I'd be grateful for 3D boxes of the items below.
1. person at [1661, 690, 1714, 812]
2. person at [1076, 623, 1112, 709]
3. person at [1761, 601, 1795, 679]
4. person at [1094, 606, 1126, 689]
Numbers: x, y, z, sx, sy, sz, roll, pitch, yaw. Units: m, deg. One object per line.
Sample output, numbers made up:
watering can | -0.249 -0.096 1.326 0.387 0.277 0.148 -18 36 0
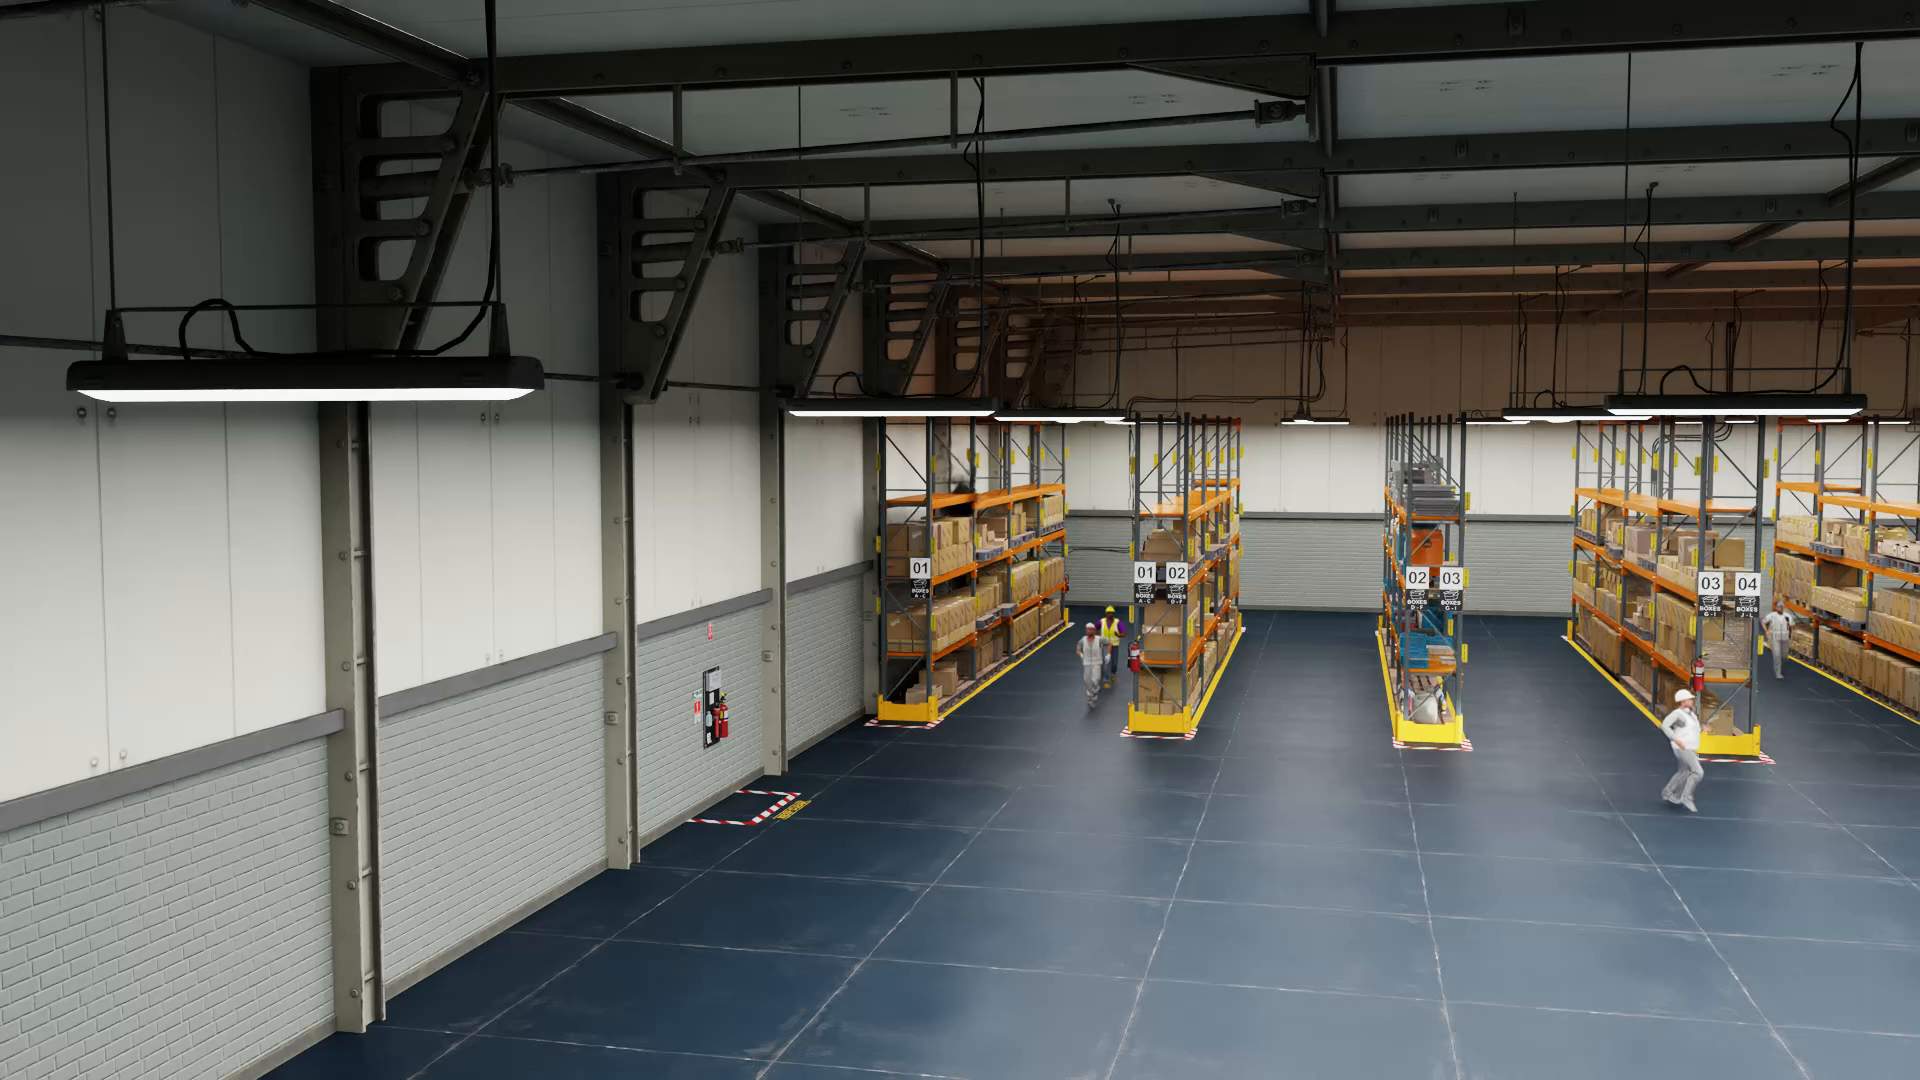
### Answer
person | 10.899 3.157 24.945 0.710 1.820 0.636 3 5 39
person | 2.689 2.545 33.640 0.675 1.748 0.844 1 4 18
person | 18.739 2.253 38.042 0.671 1.755 0.963 1 4 10
person | 3.298 2.336 36.599 0.700 1.754 0.989 0 4 4
